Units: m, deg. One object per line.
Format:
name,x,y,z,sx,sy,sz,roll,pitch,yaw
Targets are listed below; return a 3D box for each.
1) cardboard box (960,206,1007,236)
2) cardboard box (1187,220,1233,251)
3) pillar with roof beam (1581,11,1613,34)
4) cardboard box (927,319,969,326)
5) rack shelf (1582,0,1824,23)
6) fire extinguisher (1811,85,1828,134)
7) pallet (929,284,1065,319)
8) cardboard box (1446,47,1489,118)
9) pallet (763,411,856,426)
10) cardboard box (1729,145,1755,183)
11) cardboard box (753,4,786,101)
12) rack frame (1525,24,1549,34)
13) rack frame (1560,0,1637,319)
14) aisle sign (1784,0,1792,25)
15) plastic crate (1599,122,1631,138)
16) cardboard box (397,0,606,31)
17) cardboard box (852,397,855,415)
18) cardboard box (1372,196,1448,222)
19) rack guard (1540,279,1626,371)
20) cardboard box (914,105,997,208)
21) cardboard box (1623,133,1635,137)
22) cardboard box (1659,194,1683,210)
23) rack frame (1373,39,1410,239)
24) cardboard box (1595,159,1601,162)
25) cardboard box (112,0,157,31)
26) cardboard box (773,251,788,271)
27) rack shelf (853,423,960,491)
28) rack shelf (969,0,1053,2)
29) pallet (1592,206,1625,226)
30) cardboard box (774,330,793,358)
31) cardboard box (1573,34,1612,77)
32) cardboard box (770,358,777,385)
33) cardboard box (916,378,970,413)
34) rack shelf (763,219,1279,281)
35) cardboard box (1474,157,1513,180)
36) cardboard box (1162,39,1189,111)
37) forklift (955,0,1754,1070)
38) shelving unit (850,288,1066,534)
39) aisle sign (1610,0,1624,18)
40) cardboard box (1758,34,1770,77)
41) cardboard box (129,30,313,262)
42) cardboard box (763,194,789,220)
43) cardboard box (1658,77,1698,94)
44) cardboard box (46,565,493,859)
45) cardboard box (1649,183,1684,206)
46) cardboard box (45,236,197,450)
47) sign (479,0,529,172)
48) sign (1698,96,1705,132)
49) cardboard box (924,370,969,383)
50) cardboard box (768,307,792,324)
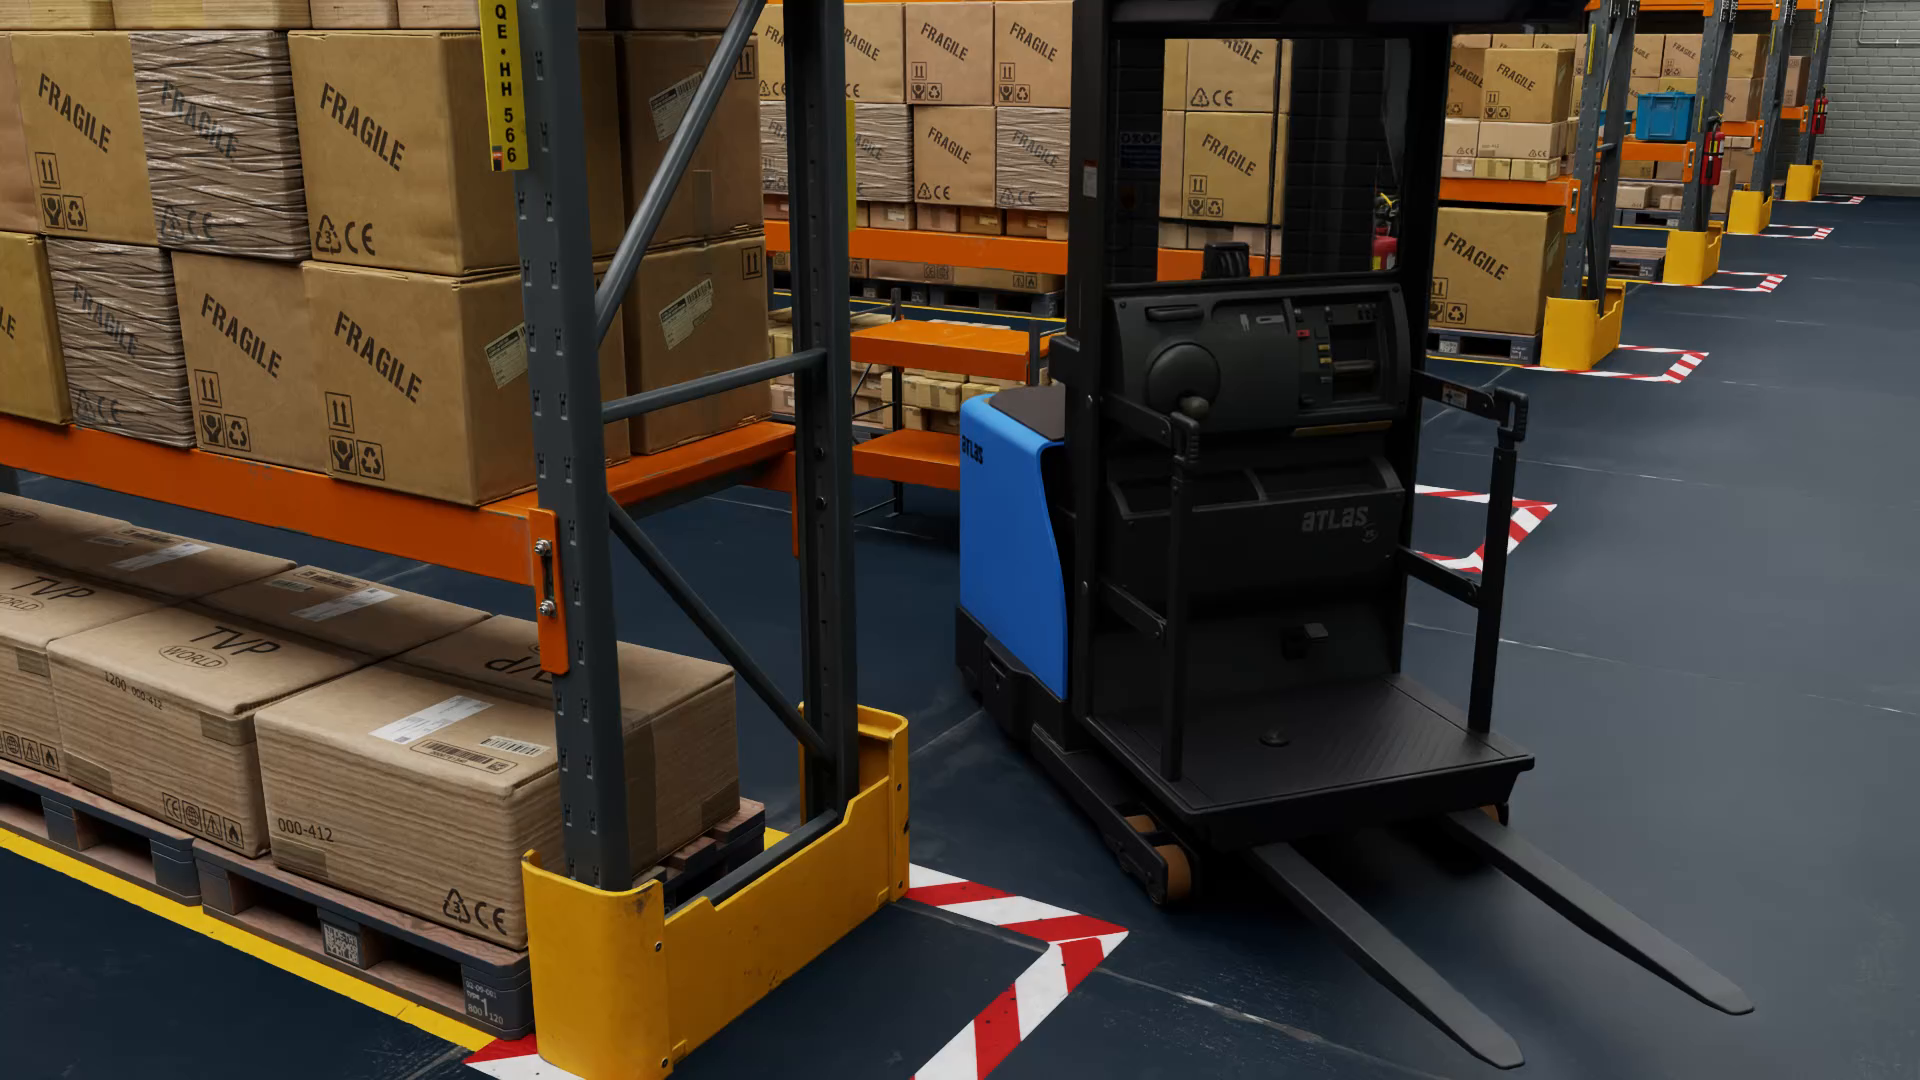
cardboard box,0.203,-1.706,8.768,0.250,0.149,0.380,11,20,31
cardboard box,1.297,-1.499,8.087,0.250,0.149,0.380,10,20,30
pillar with roof beam,7.762,-9.006,22.048,0.400,9.000,9.100,10,20,30
cardboard box,-0.140,-1.190,9.798,0.250,0.149,0.380,9,19,27
rack shelf,10.670,-7.881,24.742,4.000,0.370,1.077,10,20,30
fire extinguisher,12.261,-6.133,23.686,0.183,0.674,0.296,10,20,30
pallet,0.492,-2.178,14.689,1.213,0.211,1.003,10,20,30
cardboard box,3.903,-3.451,12.537,0.500,0.500,0.500,10,19,29
pallet,-0.902,-0.773,10.063,1.213,0.211,1.003,10,20,30
cardboard box,11.725,-5.572,24.643,0.500,0.500,0.700,10,20,30
cardboard box,-0.786,-2.665,9.091,0.500,0.500,0.500,9,19,28
rack frame,8.966,-7.094,26.075,0.127,3.000,1.000,10,20,30
rack frame,4.597,-2.805,11.956,0.127,3.000,1.000,10,20,30
aisle sign,9.683,-6.416,19.369,0.004,0.787,0.394,10,20,30
plastic crate,6.400,-4.014,16.285,0.243,0.136,0.396,10,20,30
cardboard box,-1.000,-1.193,3.638,0.250,0.149,0.380,10,20,31
cardboard box,-0.643,-0.811,9.573,0.250,0.149,0.380,10,19,29
cardboard box,3.235,-2.206,12.915,0.875,0.875,0.875,10,20,30
rack guard,4.618,-1.606,12.307,0.348,0.500,1.175,10,20,30
cardboard box,0.105,-2.020,8.686,0.500,0.500,0.500,11,20,33
cardboard box,10.190,-6.094,25.243,0.250,0.149,0.380,9,19,28
cardboard box,8.895,-4.219,20.727,0.250,0.166,0.380,10,20,30
rack frame,1.915,-1.592,7.963,0.127,3.000,1.000,10,20,30
cardboard box,9.976,-5.883,25.665,0.500,0.500,0.700,10,20,30
cardboard box,-1.871,-1.350,4.155,0.250,0.149,0.380,10,20,30
cardboard box,-1.643,-3.096,15.847,0.875,0.875,1.225,9,19,28
rack shelf,0.006,-0.303,7.785,1.000,0.278,0.538,10,20,30
rack shelf,2.077,-6.036,18.668,4.000,0.370,1.077,10,20,30
pallet,8.005,-4.242,21.485,1.213,0.211,1.003,10,20,30
cardboard box,-0.863,-1.136,9.618,0.250,0.149,0.380,10,19,29
cardboard box,7.949,-6.017,20.635,0.500,0.500,0.500,11,20,32
cardboard box,-1.089,-1.029,9.780,0.250,0.149,0.380,10,20,30
cardboard box,-0.033,-0.814,9.071,0.250,0.149,0.380,10,20,31
rack shelf,0.211,-1.552,9.069,4.000,0.370,1.077,10,20,30
cardboard box,3.899,-2.697,12.031,0.250,0.149,0.380,10,20,31
cardboard box,0.963,-2.346,8.040,0.500,0.500,0.500,9,19,28
forklift,0.950,-0.532,4.588,1.130,2.935,3.031,-6,18,-18
shelving unit,0.006,-0.537,7.714,1.048,1.125,0.538,10,20,30
aisle sign,4.502,-3.964,11.298,0.004,0.787,0.394,10,20,30
cardboard box,9.545,-5.917,20.309,0.500,0.500,0.500,11,20,32
cardboard box,-1.585,-0.964,4.001,0.500,0.500,0.500,10,20,30
cardboard box,-0.909,-1.908,9.434,0.250,0.149,0.380,9,19,28
cardboard box,8.817,-5.385,20.276,0.500,0.500,0.500,10,20,31
cardboard box,-1.988,0.461,4.888,0.875,0.438,0.875,11,20,32
cardboard box,9.044,-4.382,21.121,0.500,0.250,0.500,10,20,30
cardboard box,-2.002,-0.563,4.400,0.500,0.500,0.500,11,20,32
sign,-0.885,-0.886,3.238,0.005,0.325,0.100,10,20,30
sign,6.915,-3.972,15.514,0.005,0.325,0.100,10,20,30
cardboard box,0.010,-0.975,9.088,0.250,0.149,0.380,10,20,30
cardboard box,-1.054,-1.333,10.267,0.250,0.149,0.380,11,20,32
